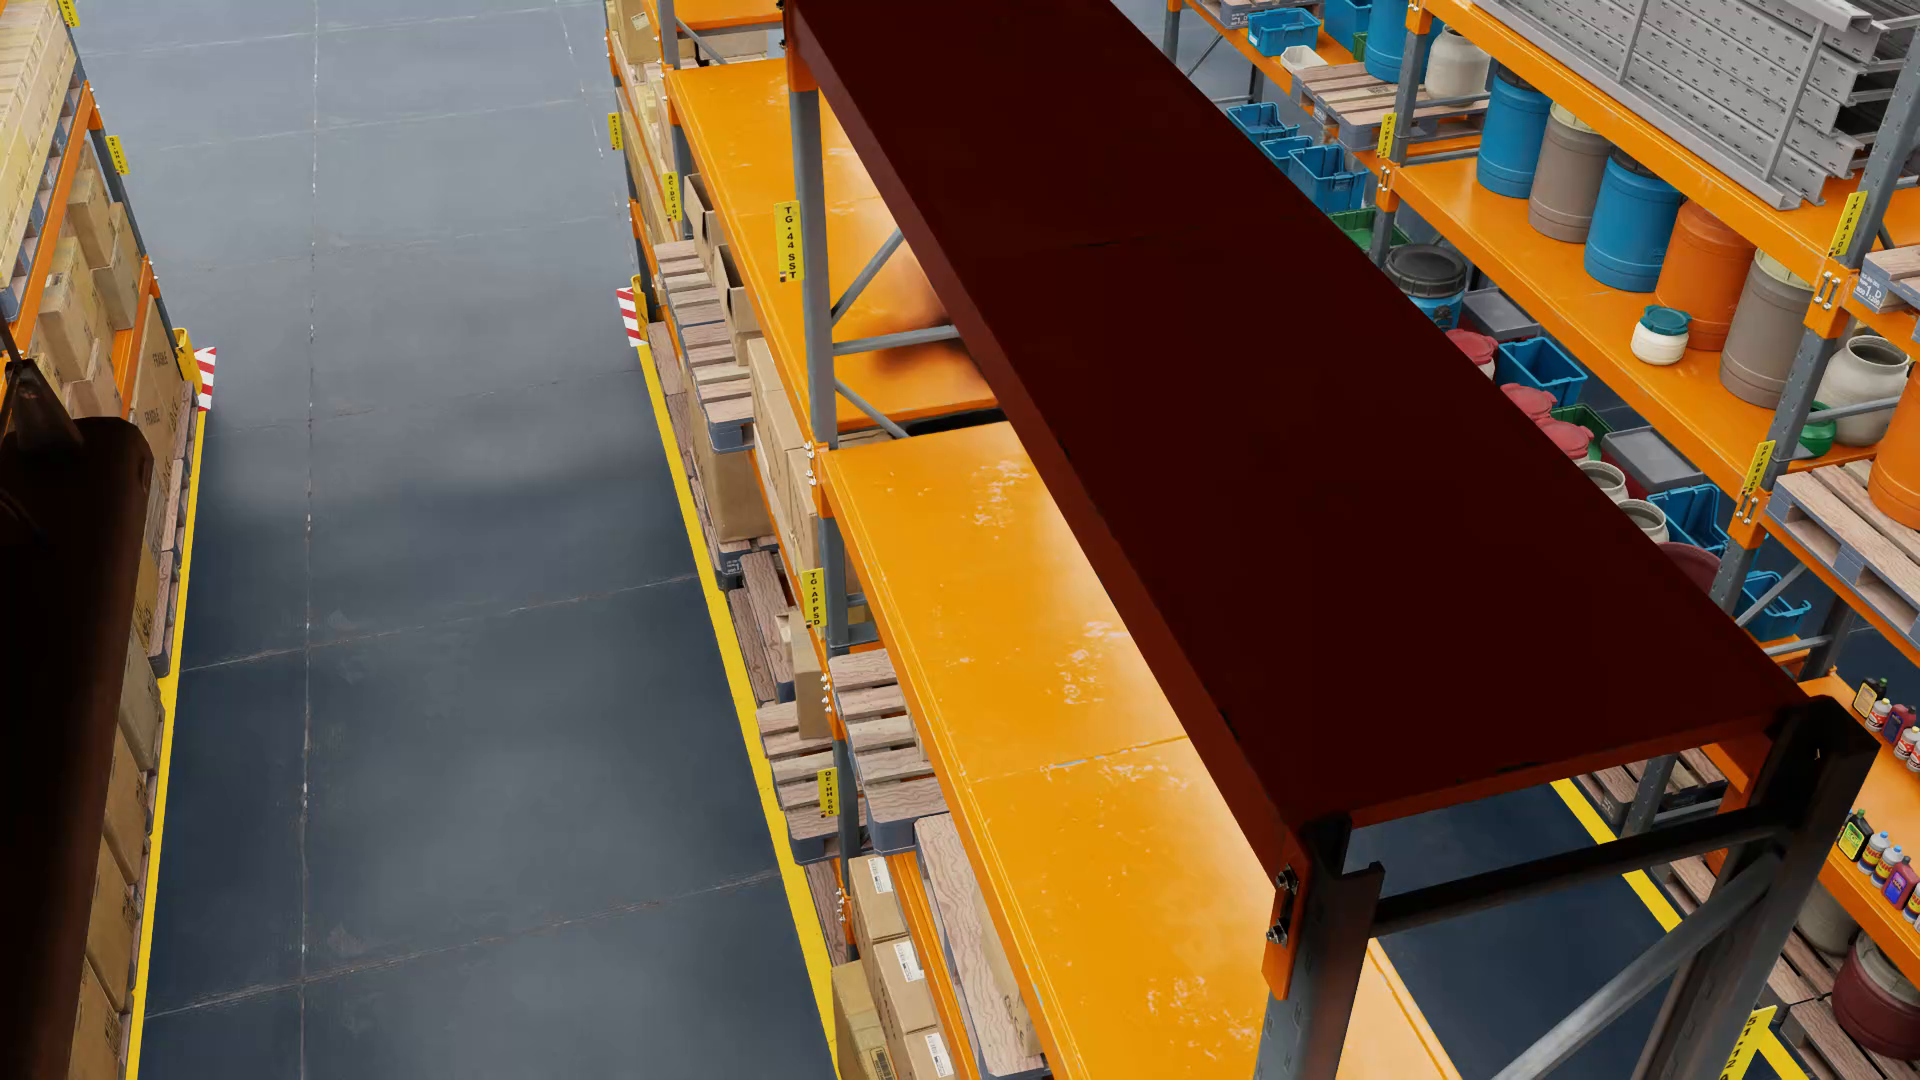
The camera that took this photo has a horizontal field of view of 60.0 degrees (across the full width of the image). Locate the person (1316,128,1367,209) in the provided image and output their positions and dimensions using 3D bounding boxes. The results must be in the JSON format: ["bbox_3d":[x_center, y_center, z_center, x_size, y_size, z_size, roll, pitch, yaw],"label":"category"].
[{"bbox_3d":[3.709,-3.860,16.390,0.640,1.670,0.695,-23,44,-27],"label":"person"}]
